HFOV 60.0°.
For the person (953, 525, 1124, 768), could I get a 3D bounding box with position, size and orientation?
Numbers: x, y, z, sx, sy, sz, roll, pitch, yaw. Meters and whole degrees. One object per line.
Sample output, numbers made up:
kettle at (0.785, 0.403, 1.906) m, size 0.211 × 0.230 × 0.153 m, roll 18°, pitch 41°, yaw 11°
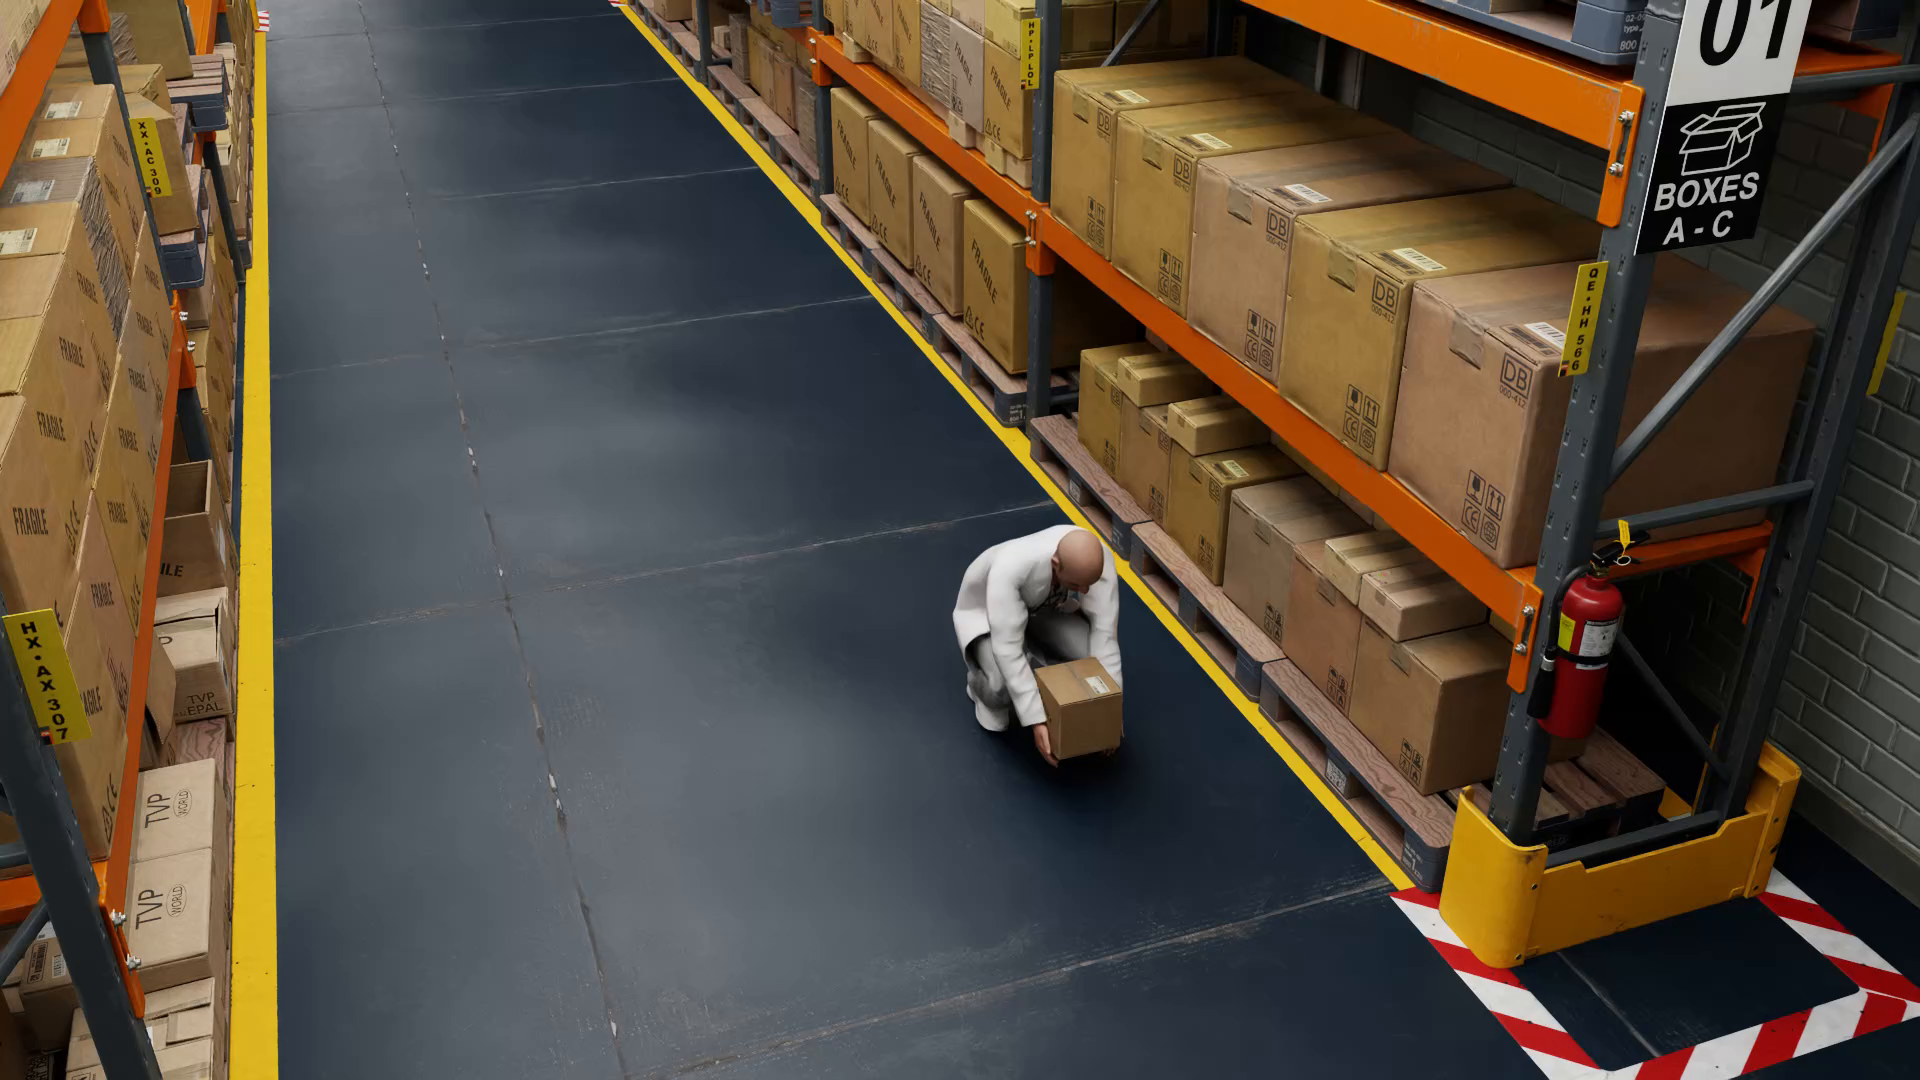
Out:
person at (0.308, 0.316, 6.394) m, size 0.591 × 0.989 × 0.917 m, roll -11°, pitch 31°, yaw -18°
